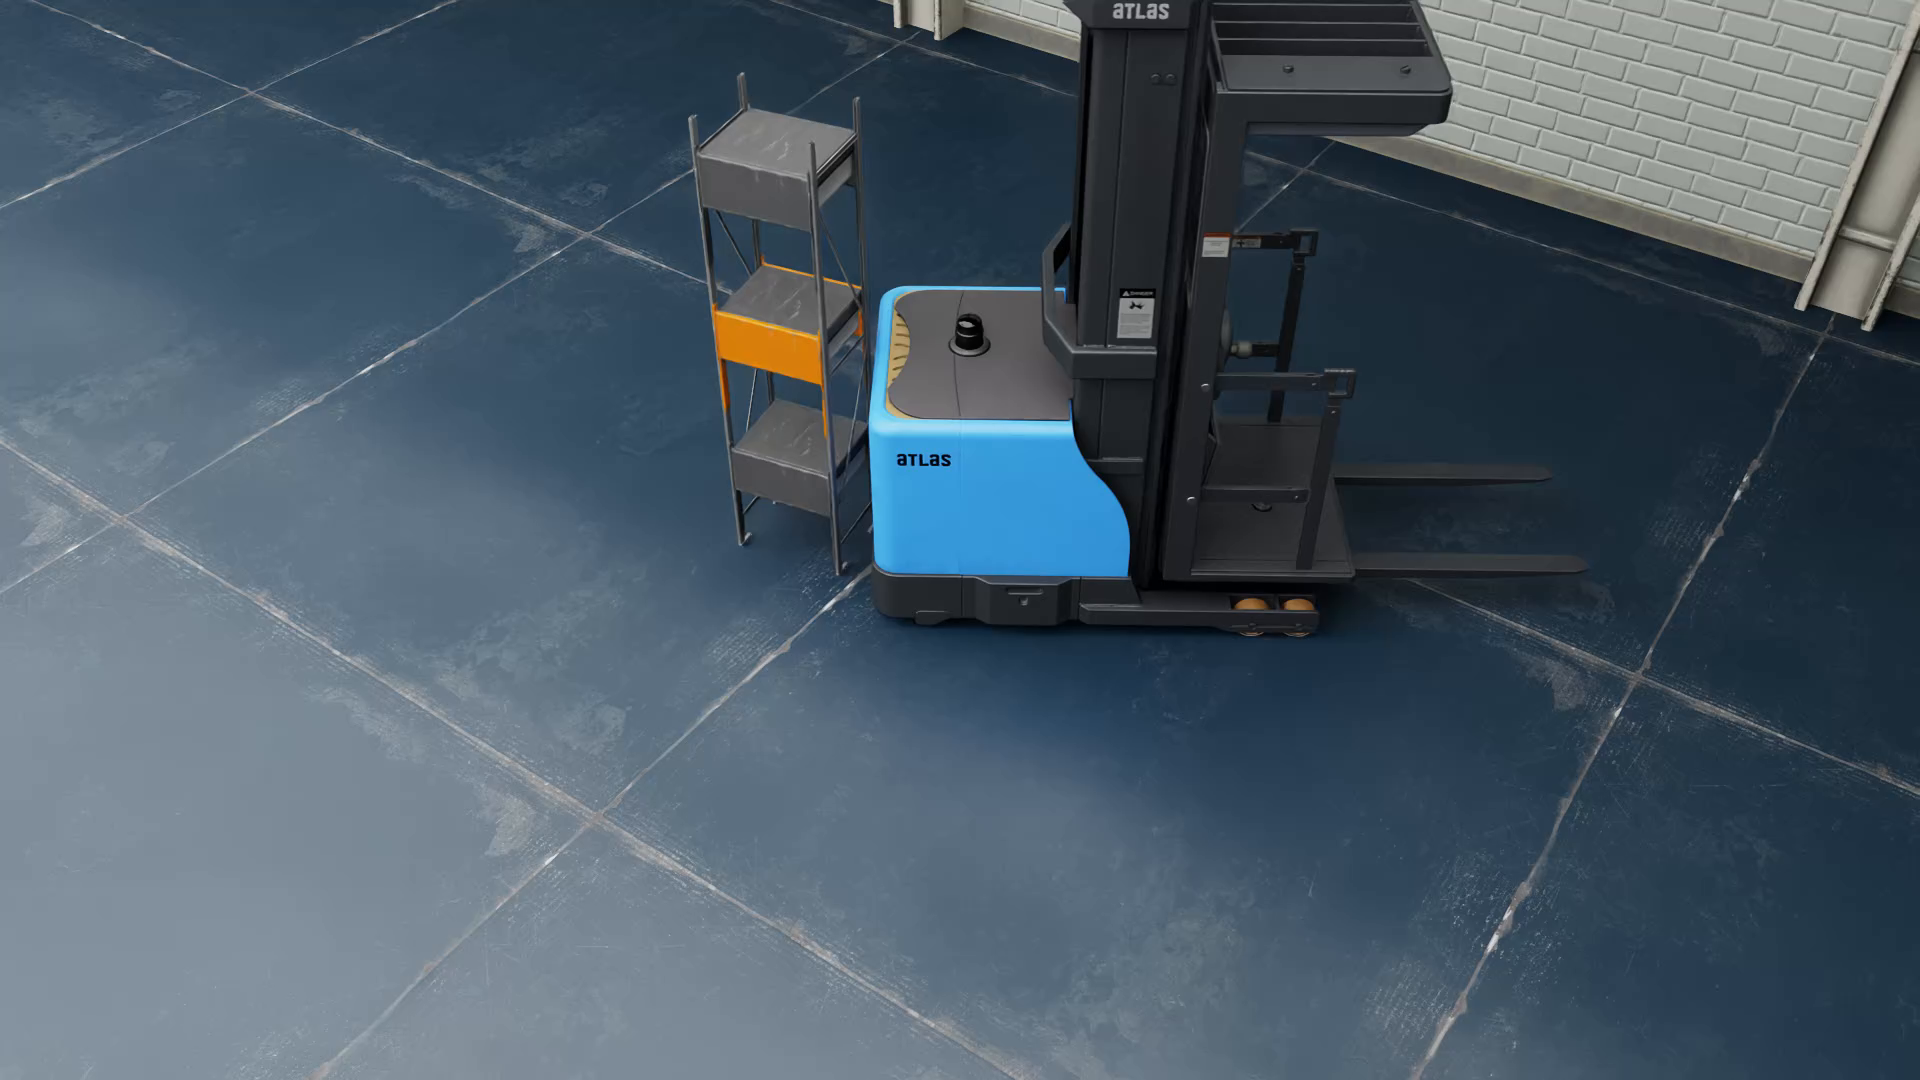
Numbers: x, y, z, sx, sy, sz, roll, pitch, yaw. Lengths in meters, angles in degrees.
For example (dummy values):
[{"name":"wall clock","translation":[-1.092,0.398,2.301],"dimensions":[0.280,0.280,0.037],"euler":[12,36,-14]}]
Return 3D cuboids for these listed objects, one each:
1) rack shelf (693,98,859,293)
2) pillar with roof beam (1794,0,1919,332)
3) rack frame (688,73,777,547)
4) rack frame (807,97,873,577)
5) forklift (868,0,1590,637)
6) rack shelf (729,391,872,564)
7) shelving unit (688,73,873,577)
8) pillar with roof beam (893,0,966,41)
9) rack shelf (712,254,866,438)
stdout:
[{"name":"rack shelf","translation":[-0.682,-1.321,6.371],"dimensions":[0.480,0.518,0.431],"euler":[16,44,17]},{"name":"pillar with roof beam","translation":[2.233,-2.253,3.267],"dimensions":[0.400,9.000,9.100],"euler":[25,48,25]},{"name":"rack frame","translation":[-0.906,-0.875,6.902],"dimensions":[0.015,2.100,0.400],"euler":[16,44,17]},{"name":"rack frame","translation":[-0.459,-0.745,6.756],"dimensions":[0.015,2.100,0.400],"euler":[16,44,17]},{"name":"forklift","translation":[1.154,-1.043,6.466],"dimensions":[3.031,2.935,1.130],"euler":[1,42,1]},{"name":"rack shelf","translation":[-0.682,-0.278,7.305],"dimensions":[0.480,0.518,0.431],"euler":[16,44,17]},{"name":"shelving unit","translation":[-0.682,-0.810,6.829],"dimensions":[0.503,2.100,0.431],"euler":[16,44,17]},{"name":"pillar with roof beam","translation":[-2.680,-4.550,5.835],"dimensions":[0.400,9.000,9.100],"euler":[25,48,25]},{"name":"rack shelf","translation":[-0.682,-0.800,6.838],"dimensions":[0.480,0.518,0.431],"euler":[16,44,17]}]
